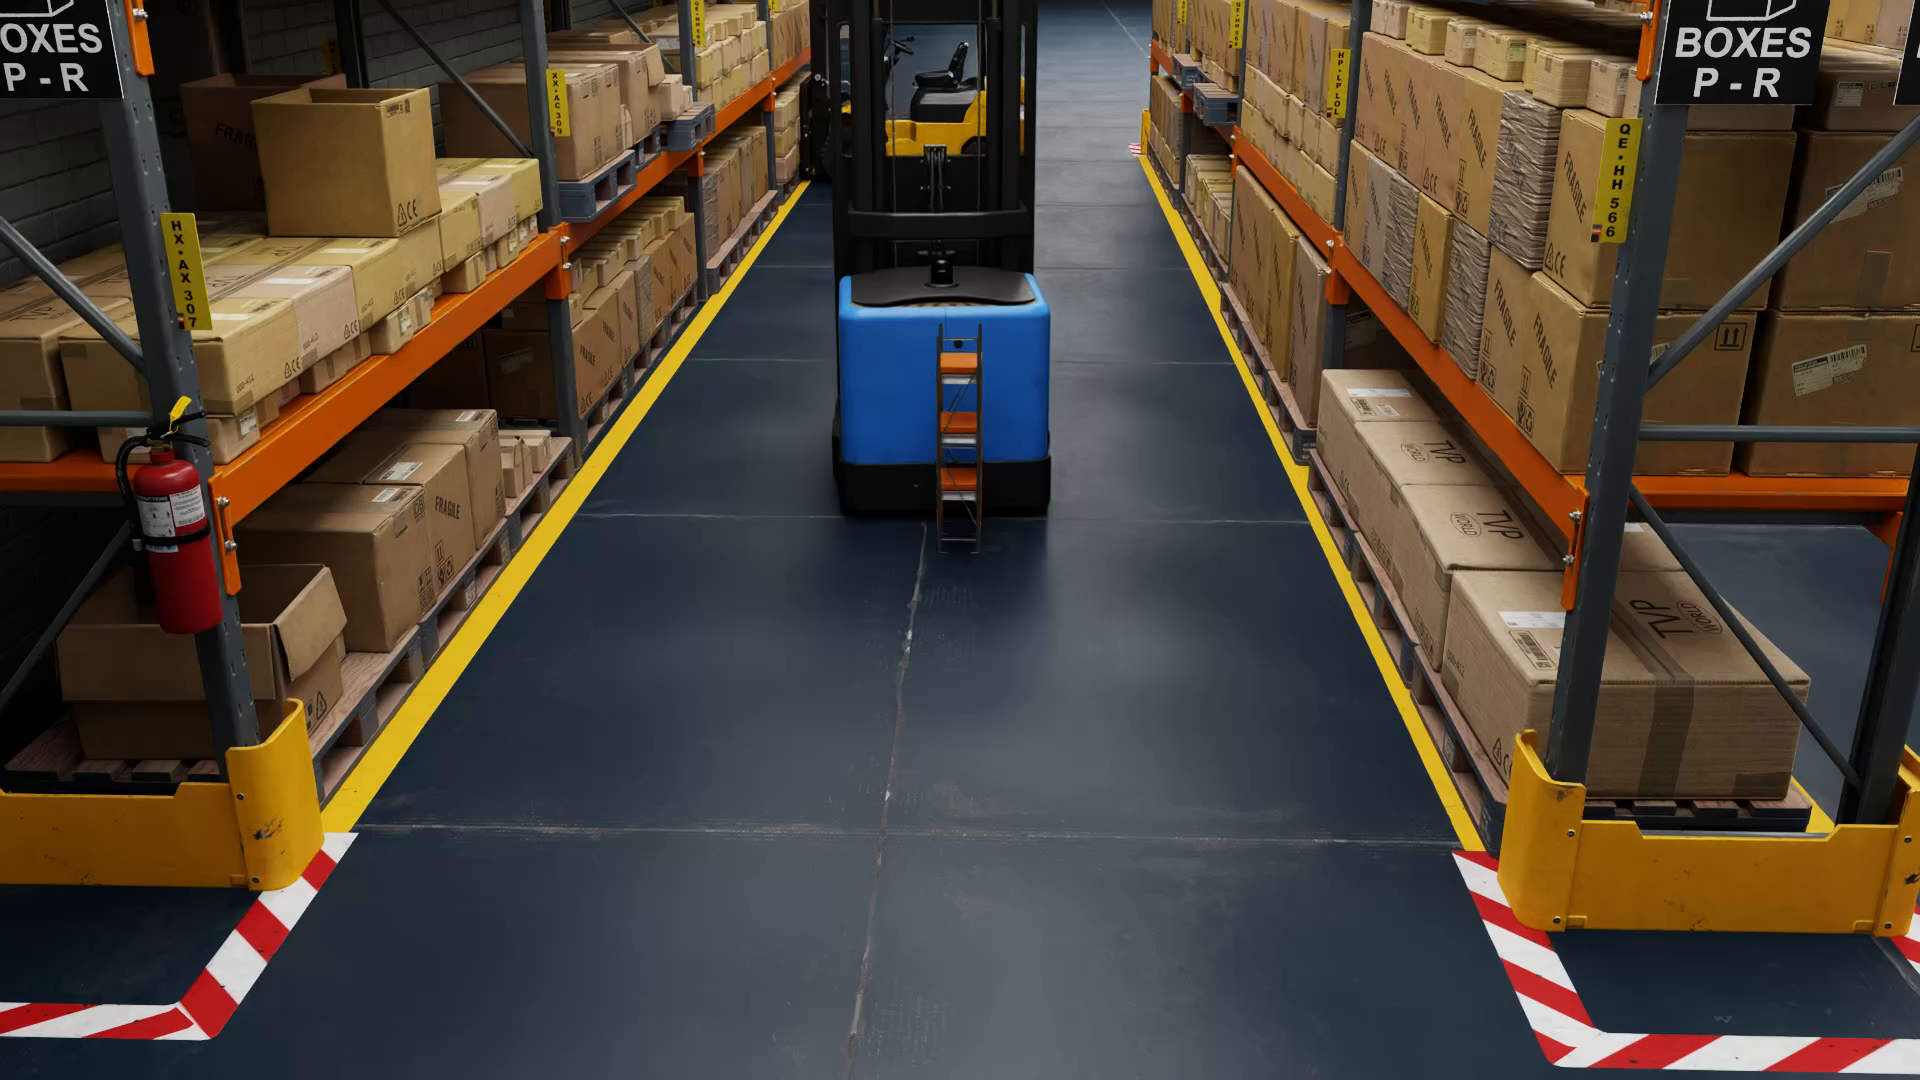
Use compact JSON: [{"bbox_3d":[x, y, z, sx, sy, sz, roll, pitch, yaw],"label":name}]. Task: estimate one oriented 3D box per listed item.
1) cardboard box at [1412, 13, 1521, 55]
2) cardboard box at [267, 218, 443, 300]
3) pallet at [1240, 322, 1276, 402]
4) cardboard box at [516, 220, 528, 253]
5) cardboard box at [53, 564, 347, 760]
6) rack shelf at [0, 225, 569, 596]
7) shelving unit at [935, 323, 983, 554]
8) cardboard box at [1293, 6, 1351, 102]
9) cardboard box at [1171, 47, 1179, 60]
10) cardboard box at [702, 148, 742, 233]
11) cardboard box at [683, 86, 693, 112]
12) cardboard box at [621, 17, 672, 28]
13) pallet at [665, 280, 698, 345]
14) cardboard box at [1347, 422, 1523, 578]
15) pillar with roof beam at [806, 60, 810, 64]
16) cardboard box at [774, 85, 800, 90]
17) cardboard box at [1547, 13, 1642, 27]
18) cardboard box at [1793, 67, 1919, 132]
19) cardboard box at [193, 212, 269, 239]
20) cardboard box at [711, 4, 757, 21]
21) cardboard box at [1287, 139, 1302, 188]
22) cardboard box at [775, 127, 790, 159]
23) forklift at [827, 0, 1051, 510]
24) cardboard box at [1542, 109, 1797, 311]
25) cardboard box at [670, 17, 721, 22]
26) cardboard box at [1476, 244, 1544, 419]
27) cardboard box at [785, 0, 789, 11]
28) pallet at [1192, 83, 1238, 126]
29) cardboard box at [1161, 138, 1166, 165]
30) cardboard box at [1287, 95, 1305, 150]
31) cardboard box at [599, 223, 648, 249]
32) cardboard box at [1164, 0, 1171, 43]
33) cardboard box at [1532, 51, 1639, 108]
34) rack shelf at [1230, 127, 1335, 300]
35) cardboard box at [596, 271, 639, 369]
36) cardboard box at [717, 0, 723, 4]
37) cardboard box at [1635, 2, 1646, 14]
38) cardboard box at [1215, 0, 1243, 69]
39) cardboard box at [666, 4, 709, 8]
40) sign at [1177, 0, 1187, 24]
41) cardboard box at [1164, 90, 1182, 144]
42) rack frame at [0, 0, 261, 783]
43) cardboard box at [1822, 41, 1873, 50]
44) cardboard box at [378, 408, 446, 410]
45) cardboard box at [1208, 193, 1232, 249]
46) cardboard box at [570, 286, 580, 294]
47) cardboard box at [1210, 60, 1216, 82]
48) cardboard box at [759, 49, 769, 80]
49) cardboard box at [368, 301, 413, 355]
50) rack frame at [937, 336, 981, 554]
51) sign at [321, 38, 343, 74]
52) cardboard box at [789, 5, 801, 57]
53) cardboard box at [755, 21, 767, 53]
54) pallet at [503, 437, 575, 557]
[{"bbox_3d":[2.071,-2.067,6.793,0.380,0.149,0.250,0,21,0],"label":"cardboard box"},{"bbox_3d":[-2.375,-1.122,6.569,0.500,0.250,0.500,0,21,0],"label":"cardboard box"},{"bbox_3d":[2.386,-1.156,10.716,1.003,0.211,1.213,1,21,2],"label":"pallet"},{"bbox_3d":[-2.301,-1.458,7.986,0.380,0.149,0.250,1,21,3],"label":"cardboard box"},{"bbox_3d":[-2.566,0.407,5.704,0.797,0.503,0.637,0,21,-1],"label":"cardboard box"},{"bbox_3d":[-2.619,-0.729,6.755,1.077,0.370,4.000,1,21,2],"label":"rack shelf"},{"bbox_3d":[-0.002,-0.470,7.789,0.215,1.050,0.252,1,21,2],"label":"shelving unit"},{"bbox_3d":[2.210,-2.781,9.530,0.500,0.500,0.500,1,21,3],"label":"cardboard box"},{"bbox_3d":[2.380,-4.996,17.106,0.380,0.149,0.250,0,21,1],"label":"cardboard box"},{"bbox_3d":[-2.371,-3.027,14.387,0.875,0.625,0.625,0,21,-1],"label":"cardboard box"},{"bbox_3d":[-2.073,-3.070,11.562,0.380,0.149,0.250,1,21,3],"label":"cardboard box"},{"bbox_3d":[-2.601,-4.258,13.820,0.380,0.149,0.250,1,21,3],"label":"cardboard box"},{"bbox_3d":[-2.497,-1.664,12.026,1.003,0.211,1.213,1,21,2],"label":"pallet"},{"bbox_3d":[2.251,-0.186,7.322,0.875,0.438,0.875,0,21,0],"label":"cardboard box"},{"bbox_3d":[1.553,-12.972,29.022,9.100,9.000,0.400,1,21,2],"label":"pillar with roof beam"},{"bbox_3d":[-1.933,-4.786,18.055,0.500,0.250,0.500,0,21,1],"label":"cardboard box"},{"bbox_3d":[2.617,-2.067,6.793,0.380,0.149,0.250,0,21,1],"label":"cardboard box"},{"bbox_3d":[2.569,-1.228,4.630,0.380,0.149,0.250,1,21,3],"label":"cardboard box"},{"bbox_3d":[-2.878,-1.133,6.599,0.500,0.250,0.500,1,21,2],"label":"cardboard box"},{"bbox_3d":[-2.103,-4.903,15.483,0.380,0.149,0.250,1,21,3],"label":"cardboard box"},{"bbox_3d":[2.216,-2.195,9.748,0.500,0.250,0.500,0,21,0],"label":"cardboard box"},{"bbox_3d":[-1.991,-3.998,16.716,0.500,0.250,0.500,1,21,1],"label":"cardboard box"},{"bbox_3d":[-0.159,-2.001,9.133,1.130,2.935,3.031,-1,21,-3],"label":"forklift"},{"bbox_3d":[2.059,-0.977,4.881,0.500,0.500,0.500,1,21,3],"label":"cardboard box"},{"bbox_3d":[-2.192,-4.256,13.817,0.380,0.149,0.250,1,21,2],"label":"cardboard box"},{"bbox_3d":[2.062,-0.693,5.530,0.500,0.500,0.500,0,21,0],"label":"cardboard box"},{"bbox_3d":[-1.965,-5.513,17.054,0.380,0.149,0.250,0,21,1],"label":"cardboard box"},{"bbox_3d":[2.440,-3.350,12.780,1.213,0.211,1.003,1,21,2],"label":"pallet"},{"bbox_3d":[2.422,-4.134,17.756,0.500,0.250,0.500,1,21,2],"label":"cardboard box"},{"bbox_3d":[2.191,-2.427,9.654,0.500,0.250,0.500,1,21,3],"label":"cardboard box"},{"bbox_3d":[-2.288,-2.006,11.031,0.380,0.149,0.250,0,21,1],"label":"cardboard box"},{"bbox_3d":[2.443,-5.534,17.596,0.500,0.500,0.500,0,21,1],"label":"cardboard box"},{"bbox_3d":[2.000,-1.421,5.128,0.380,0.149,0.250,0,21,1],"label":"cardboard box"},{"bbox_3d":[2.464,-2.122,10.345,1.077,0.370,4.000,1,21,2],"label":"rack shelf"},{"bbox_3d":[-2.292,-1.363,10.270,0.500,0.500,0.500,0,21,0],"label":"cardboard box"},{"bbox_3d":[-2.572,-5.334,16.595,0.380,0.149,0.250,1,21,3],"label":"cardboard box"},{"bbox_3d":[7.641,-5.398,17.586,0.875,0.550,0.500,1,21,2],"label":"cardboard box"},{"bbox_3d":[2.266,-3.916,12.844,0.500,0.500,0.500,0,21,1],"label":"cardboard box"},{"bbox_3d":[-2.540,-4.904,15.486,0.380,0.149,0.250,0,21,0],"label":"cardboard box"},{"bbox_3d":[2.104,-5.033,15.658,0.100,0.325,0.005,1,21,2],"label":"sign"},{"bbox_3d":[2.425,-4.475,17.600,0.500,0.500,0.500,2,21,4],"label":"cardboard box"},{"bbox_3d":[-2.680,-0.341,4.761,1.000,3.000,0.127,1,21,2],"label":"rack frame"},{"bbox_3d":[7.253,-3.736,13.372,0.500,0.500,0.500,0,21,1],"label":"cardboard box"},{"bbox_3d":[-2.814,-0.493,8.290,0.500,0.311,0.500,1,21,4],"label":"cardboard box"},{"bbox_3d":[2.567,-2.622,13.692,0.950,0.372,0.625,0,21,1],"label":"cardboard box"},{"bbox_3d":[-2.350,-1.348,9.334,0.380,0.149,0.250,0,21,0],"label":"cardboard box"},{"bbox_3d":[2.209,-3.760,13.339,0.380,0.149,0.250,1,21,3],"label":"cardboard box"},{"bbox_3d":[-2.069,-4.425,15.493,0.500,0.250,0.500,1,21,3],"label":"cardboard box"},{"bbox_3d":[-2.306,-0.805,6.304,0.380,0.149,0.250,0,21,0],"label":"cardboard box"},{"bbox_3d":[-0.005,-0.426,7.675,0.200,1.050,0.008,1,21,2],"label":"rack frame"},{"bbox_3d":[-3.113,-2.332,8.291,0.100,0.325,0.005,1,21,2],"label":"sign"},{"bbox_3d":[-1.990,-5.437,17.757,0.500,0.500,0.500,1,21,2],"label":"cardboard box"},{"bbox_3d":[-2.074,-4.663,15.415,0.500,0.250,0.500,0,21,0],"label":"cardboard box"},{"bbox_3d":[-2.580,-0.239,8.353,1.003,0.211,1.213,1,21,2],"label":"pallet"}]
